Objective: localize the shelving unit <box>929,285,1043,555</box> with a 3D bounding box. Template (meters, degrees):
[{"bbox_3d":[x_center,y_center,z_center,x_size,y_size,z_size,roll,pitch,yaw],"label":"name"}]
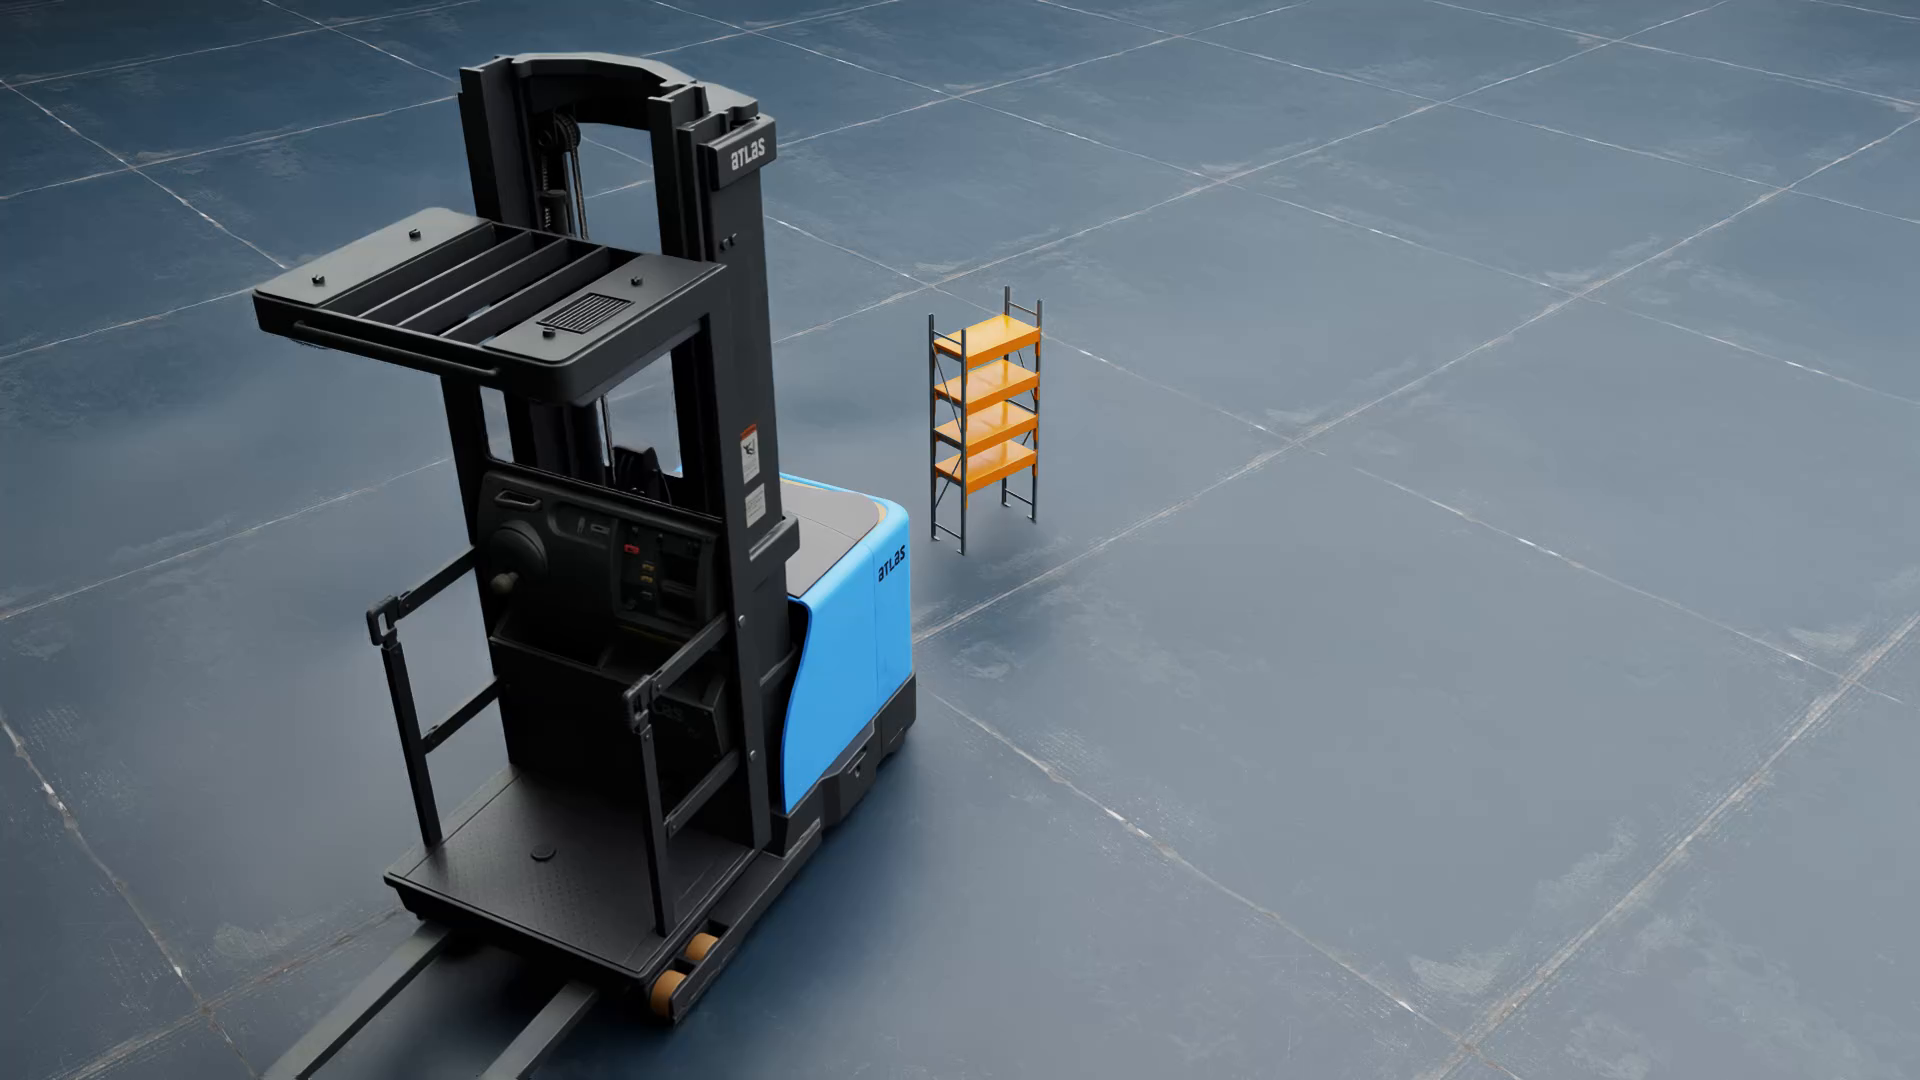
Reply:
[{"bbox_3d":[0.121,-0.571,8.033,0.503,1.200,0.258,-26,40,-35],"label":"shelving unit"}]

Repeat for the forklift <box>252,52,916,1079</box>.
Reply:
[{"bbox_3d":[-1.289,0.103,5.272,1.130,2.935,3.031,15,34,22],"label":"forklift"}]

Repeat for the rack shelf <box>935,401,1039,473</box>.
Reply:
[{"bbox_3d":[0.121,-0.513,8.068,0.480,0.148,0.258,-26,40,-35],"label":"rack shelf"}]

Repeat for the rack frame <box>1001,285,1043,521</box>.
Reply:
[{"bbox_3d":[0.300,-0.657,8.175,0.015,1.200,0.240,-26,40,-35],"label":"rack frame"}]

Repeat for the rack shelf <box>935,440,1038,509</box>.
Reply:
[{"bbox_3d":[0.121,-0.344,8.172,0.480,0.148,0.258,-26,40,-35],"label":"rack shelf"}]

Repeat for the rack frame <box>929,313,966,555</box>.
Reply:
[{"bbox_3d":[-0.058,-0.484,7.891,0.015,1.200,0.240,-26,40,-35],"label":"rack frame"}]

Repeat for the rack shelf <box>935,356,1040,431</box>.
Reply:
[{"bbox_3d":[0.121,-0.704,7.951,0.480,0.148,0.258,-26,40,-35],"label":"rack shelf"}]

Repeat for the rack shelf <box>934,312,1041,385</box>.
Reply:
[{"bbox_3d":[0.121,-0.906,7.828,0.480,0.148,0.258,-26,40,-35],"label":"rack shelf"}]
